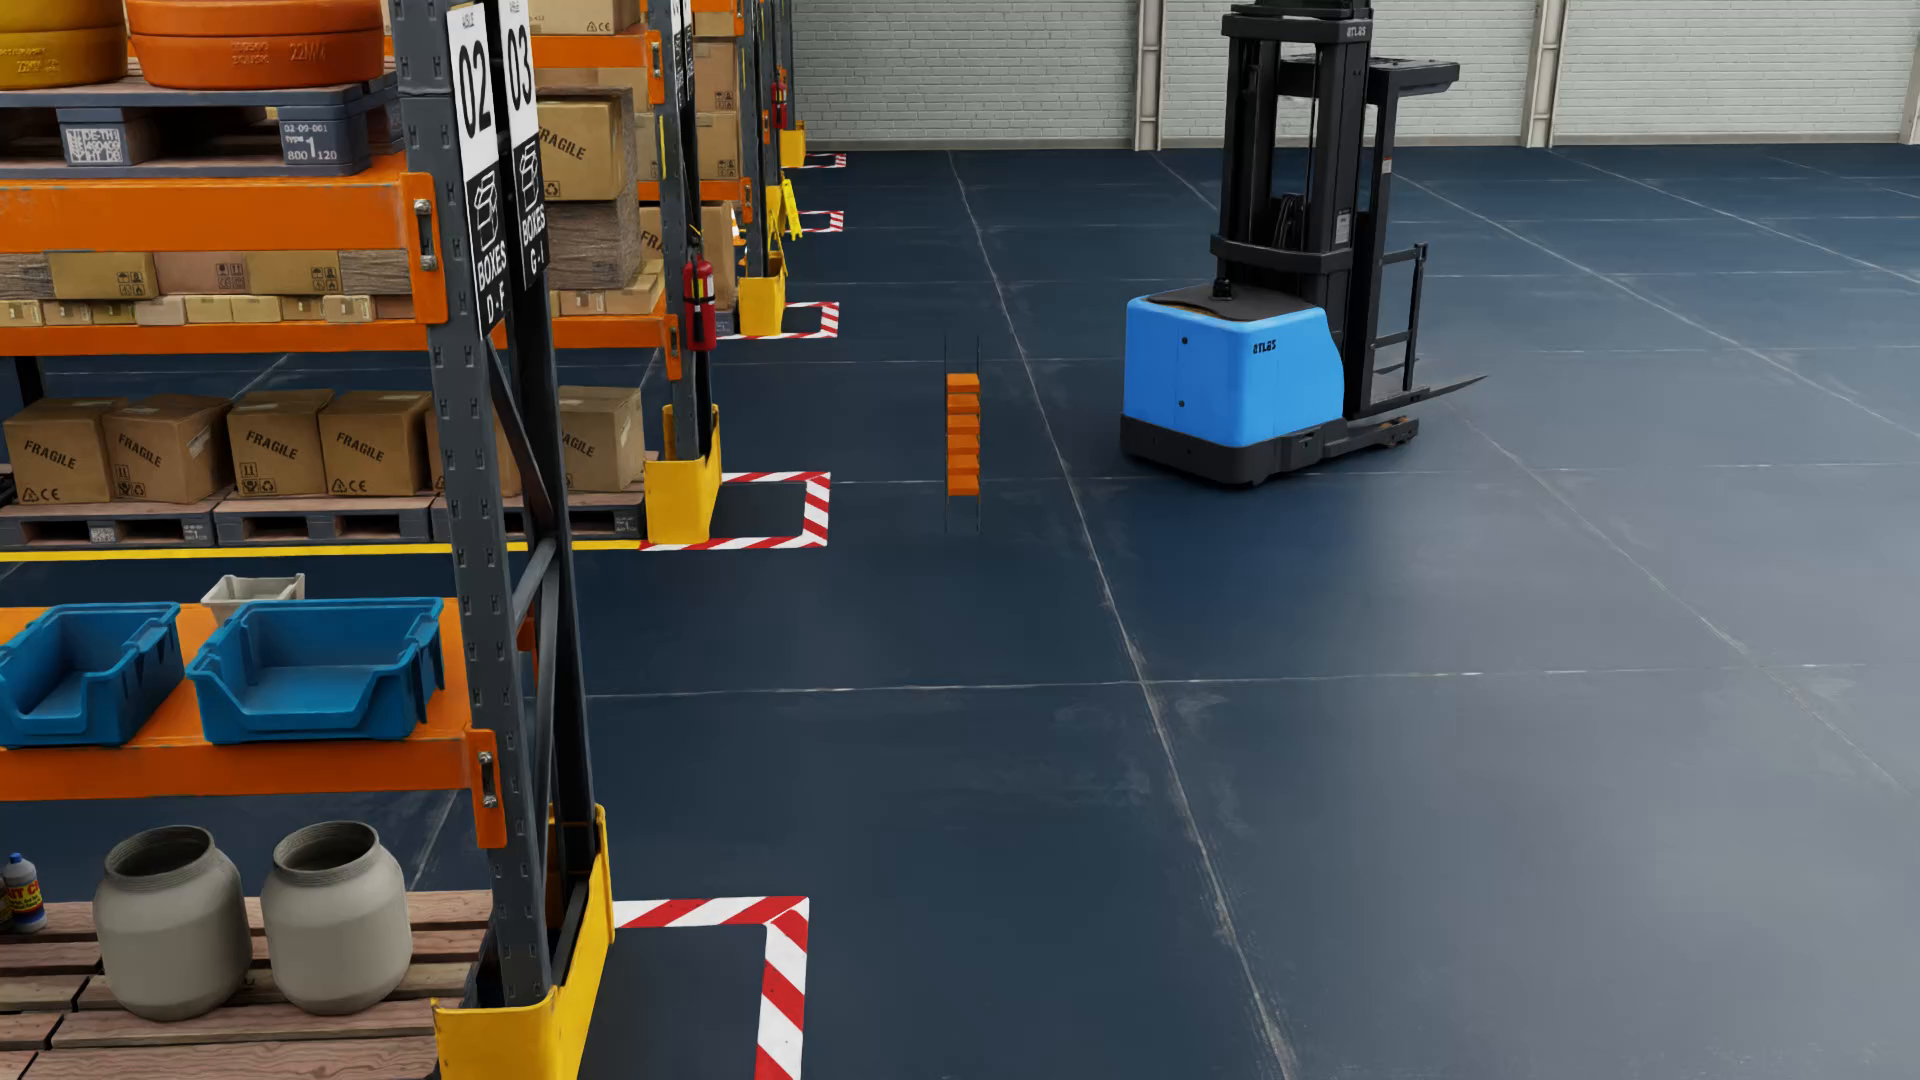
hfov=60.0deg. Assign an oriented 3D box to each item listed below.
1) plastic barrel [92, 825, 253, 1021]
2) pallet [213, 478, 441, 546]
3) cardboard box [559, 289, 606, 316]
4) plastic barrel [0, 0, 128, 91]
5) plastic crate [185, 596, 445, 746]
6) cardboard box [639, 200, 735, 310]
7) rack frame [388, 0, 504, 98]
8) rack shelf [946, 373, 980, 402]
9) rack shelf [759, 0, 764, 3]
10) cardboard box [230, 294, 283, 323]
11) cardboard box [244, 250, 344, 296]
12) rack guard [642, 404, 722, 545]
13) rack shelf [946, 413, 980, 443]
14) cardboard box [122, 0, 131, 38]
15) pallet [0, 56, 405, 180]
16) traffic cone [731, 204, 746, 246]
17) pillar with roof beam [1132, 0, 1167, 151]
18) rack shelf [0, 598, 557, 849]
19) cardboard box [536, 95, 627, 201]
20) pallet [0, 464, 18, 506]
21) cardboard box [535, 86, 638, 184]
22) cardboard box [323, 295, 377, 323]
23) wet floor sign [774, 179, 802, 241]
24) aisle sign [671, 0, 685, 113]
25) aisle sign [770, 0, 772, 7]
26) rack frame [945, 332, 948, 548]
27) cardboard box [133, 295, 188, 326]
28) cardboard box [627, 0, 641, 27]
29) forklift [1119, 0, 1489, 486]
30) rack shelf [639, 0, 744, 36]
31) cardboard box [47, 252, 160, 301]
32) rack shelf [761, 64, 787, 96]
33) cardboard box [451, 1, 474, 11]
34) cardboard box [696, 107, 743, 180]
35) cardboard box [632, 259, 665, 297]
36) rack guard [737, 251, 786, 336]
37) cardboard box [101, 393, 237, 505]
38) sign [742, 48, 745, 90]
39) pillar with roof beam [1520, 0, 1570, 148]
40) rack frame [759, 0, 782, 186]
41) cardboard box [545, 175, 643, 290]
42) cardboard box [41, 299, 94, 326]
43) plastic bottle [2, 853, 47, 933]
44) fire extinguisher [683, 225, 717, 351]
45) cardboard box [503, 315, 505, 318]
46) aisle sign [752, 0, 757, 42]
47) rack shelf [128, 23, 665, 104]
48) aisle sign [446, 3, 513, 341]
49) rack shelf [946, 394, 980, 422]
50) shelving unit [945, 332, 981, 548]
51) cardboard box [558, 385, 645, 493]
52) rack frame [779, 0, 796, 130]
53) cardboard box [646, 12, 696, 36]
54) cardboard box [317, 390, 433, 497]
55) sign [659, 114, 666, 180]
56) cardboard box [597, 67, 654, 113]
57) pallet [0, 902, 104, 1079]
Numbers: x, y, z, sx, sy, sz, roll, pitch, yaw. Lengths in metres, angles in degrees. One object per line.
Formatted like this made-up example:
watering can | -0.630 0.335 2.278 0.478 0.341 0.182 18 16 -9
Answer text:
plastic barrel | -2.453 1.191 5.184 0.421 0.512 0.421 0 21 0
pallet | -3.686 -0.253 9.990 1.213 0.211 1.003 -1 21 -3
cardboard box | -2.105 -1.384 9.395 0.250 0.149 0.380 -1 21 -3
plastic barrel | -2.430 -1.444 4.128 0.600 0.588 0.600 0 21 0
plastic crate | -1.782 0.360 4.670 0.616 0.251 0.499 -1 21 -3
cardboard box | -2.438 -2.516 14.409 0.875 0.875 0.875 -1 21 -3
rack frame | -1.299 -2.630 3.882 0.127 3.000 1.000 -1 21 -3
rack shelf | 0.014 -0.856 9.296 0.180 0.103 0.258 -1 21 -3
rack shelf | -4.145 -6.131 18.304 4.000 0.370 1.077 -1 21 -3
cardboard box | -3.847 -1.320 9.225 0.250 0.149 0.380 -1 21 -3
cardboard box | -3.627 -1.717 9.355 0.500 0.500 0.875 -1 21 -3
rack guard | -1.658 -0.416 10.011 0.348 0.500 1.175 -1 21 -3
rack shelf | 0.014 -0.632 9.381 0.180 0.103 0.258 -1 21 -3
cardboard box | -4.087 -2.773 8.685 0.500 0.250 0.500 -2 21 -5
pallet | -2.131 -1.158 4.496 1.213 0.211 1.003 -1 21 -3
traffic cone | -2.504 -3.454 18.042 0.334 0.463 0.336 -1 21 -3
pillar with roof beam | 3.054 -8.572 19.488 0.400 9.000 9.100 -1 21 -3
rack shelf | -3.296 0.550 4.970 4.000 0.370 1.077 -1 21 -3
cardboard box | -2.117 -2.140 9.062 0.500 0.500 0.500 -1 21 -3
pallet | -6.353 -0.185 9.810 1.213 0.211 1.003 -1 21 -3
cardboard box | -2.147 -2.324 9.547 0.500 0.500 0.500 -1 21 -3
cardboard box | -3.346 -1.321 9.229 0.250 0.149 0.380 -1 21 -3
wet floor sign | -1.897 -3.630 18.247 0.232 0.644 0.267 6 22 16
aisle sign | -1.503 -2.695 8.831 0.004 0.787 0.394 -1 21 -3
aisle sign | -2.069 -6.219 18.087 0.004 0.787 0.394 -1 21 -3
rack frame | -0.077 -0.559 9.403 0.006 1.200 0.240 -1 21 -3
cardboard box | -4.344 -1.299 9.170 0.250 0.149 0.380 -1 21 -3
cardboard box | -2.078 -3.000 9.279 0.500 0.250 0.500 -1 21 -1
forklift | 2.510 -2.123 11.078 3.031 2.935 1.130 -17 26 -37
rack shelf | -3.761 -4.375 13.691 4.000 0.370 1.077 -1 21 -3
cardboard box | -4.622 -1.675 9.246 0.500 0.500 0.875 -1 21 -3
rack shelf | -4.432 -6.492 23.469 4.000 0.370 1.077 -1 21 -3
cardboard box | -2.547 -2.806 8.771 0.500 0.250 0.500 -1 21 -3
cardboard box | -2.132 -3.396 14.115 0.550 0.550 0.875 -1 21 -3
cardboard box | -1.880 -1.547 9.822 0.250 0.149 0.380 -1 21 -3
rack guard | -1.740 -2.182 14.650 0.348 0.500 1.175 -1 21 -3
cardboard box | -4.603 -0.541 9.749 0.500 0.500 0.500 5 22 14
sign | -1.747 -3.809 13.448 0.005 0.325 0.100 -1 21 -3
pillar with roof beam | 9.045 -8.693 19.808 0.400 9.000 9.100 -1 21 -3
rack frame | -2.148 -5.106 18.817 0.127 3.000 1.000 -1 21 -3
cardboard box | -2.133 -1.770 9.496 0.500 0.500 0.875 -1 21 -3
cardboard box | -4.845 -1.300 9.173 0.250 0.149 0.380 -1 21 -3
plastic bottle | -3.127 1.169 5.550 0.097 0.271 0.097 0 21 0
fire extinguisher | -1.442 -1.388 9.160 0.183 0.674 0.296 -1 21 -3
cardboard box | -2.602 -1.361 9.334 0.250 0.149 0.380 -1 21 -3
aisle sign | -1.676 -4.460 13.465 0.004 0.787 0.394 -1 21 -3
rack shelf | -3.579 -2.611 9.058 4.000 0.370 1.077 -1 21 -3
aisle sign | -1.211 -0.937 4.213 0.004 0.787 0.394 -1 21 -3
rack shelf | 0.014 -0.744 9.339 0.180 0.103 0.258 -1 21 -3
shelving unit | 0.014 -0.561 9.408 0.189 1.200 0.258 -1 21 -3
cardboard box | -2.207 -0.607 9.923 0.500 0.500 0.500 3 21 7
rack frame | -2.435 -6.869 23.448 0.127 3.000 1.000 -1 21 -3
cardboard box | -3.151 -5.664 18.317 0.500 0.500 0.700 -1 21 -3
cardboard box | -3.427 -0.577 9.843 0.500 0.500 0.500 1 21 2
sign | -1.570 -2.077 8.789 0.005 0.325 0.100 -1 21 -3
cardboard box | -2.681 -3.887 13.886 0.550 0.550 0.875 -1 21 -3
pallet | -3.399 1.533 5.297 1.213 0.211 1.003 -1 21 -3
